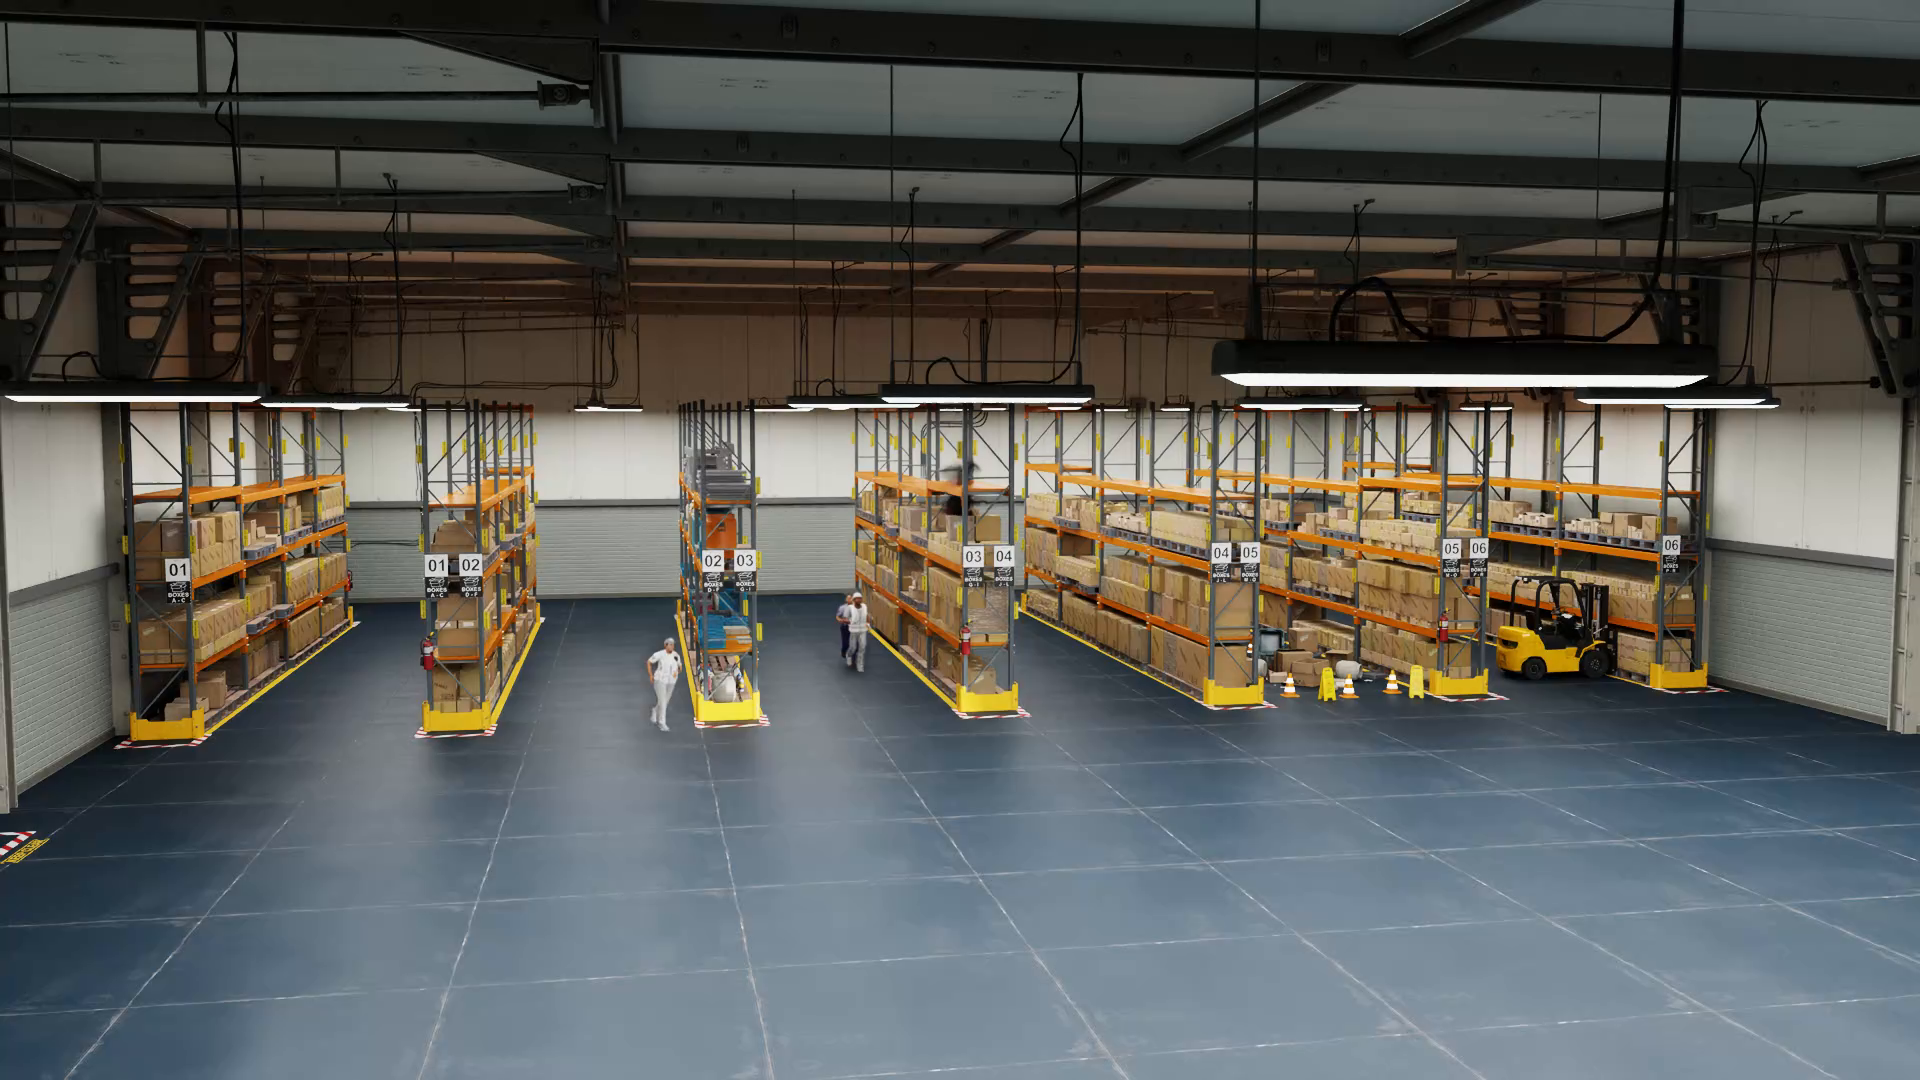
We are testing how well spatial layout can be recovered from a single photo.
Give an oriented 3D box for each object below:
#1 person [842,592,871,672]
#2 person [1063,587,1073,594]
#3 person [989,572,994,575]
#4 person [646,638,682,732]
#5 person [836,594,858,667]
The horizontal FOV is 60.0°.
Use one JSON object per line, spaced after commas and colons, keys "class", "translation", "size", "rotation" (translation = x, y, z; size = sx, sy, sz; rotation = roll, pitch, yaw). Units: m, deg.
{"class": "person", "translation": [-2.302, 2.040, 37.064], "size": [0.692, 1.758, 0.832], "rotation": [-2, 5, -22]}
{"class": "person", "translation": [3.101, 1.195, 49.994], "size": [0.740, 1.565, 0.708], "rotation": [2, 5, 27]}
{"class": "person", "translation": [0.761, 1.314, 47.396], "size": [0.575, 1.707, 0.837], "rotation": [0, 4, -4]}
{"class": "person", "translation": [-5.386, 2.611, 30.459], "size": [0.646, 1.637, 0.874], "rotation": [-3, 5, -36]}
{"class": "person", "translation": [-2.520, 2.054, 38.121], "size": [0.618, 1.642, 0.800], "rotation": [-1, 4, -13]}
